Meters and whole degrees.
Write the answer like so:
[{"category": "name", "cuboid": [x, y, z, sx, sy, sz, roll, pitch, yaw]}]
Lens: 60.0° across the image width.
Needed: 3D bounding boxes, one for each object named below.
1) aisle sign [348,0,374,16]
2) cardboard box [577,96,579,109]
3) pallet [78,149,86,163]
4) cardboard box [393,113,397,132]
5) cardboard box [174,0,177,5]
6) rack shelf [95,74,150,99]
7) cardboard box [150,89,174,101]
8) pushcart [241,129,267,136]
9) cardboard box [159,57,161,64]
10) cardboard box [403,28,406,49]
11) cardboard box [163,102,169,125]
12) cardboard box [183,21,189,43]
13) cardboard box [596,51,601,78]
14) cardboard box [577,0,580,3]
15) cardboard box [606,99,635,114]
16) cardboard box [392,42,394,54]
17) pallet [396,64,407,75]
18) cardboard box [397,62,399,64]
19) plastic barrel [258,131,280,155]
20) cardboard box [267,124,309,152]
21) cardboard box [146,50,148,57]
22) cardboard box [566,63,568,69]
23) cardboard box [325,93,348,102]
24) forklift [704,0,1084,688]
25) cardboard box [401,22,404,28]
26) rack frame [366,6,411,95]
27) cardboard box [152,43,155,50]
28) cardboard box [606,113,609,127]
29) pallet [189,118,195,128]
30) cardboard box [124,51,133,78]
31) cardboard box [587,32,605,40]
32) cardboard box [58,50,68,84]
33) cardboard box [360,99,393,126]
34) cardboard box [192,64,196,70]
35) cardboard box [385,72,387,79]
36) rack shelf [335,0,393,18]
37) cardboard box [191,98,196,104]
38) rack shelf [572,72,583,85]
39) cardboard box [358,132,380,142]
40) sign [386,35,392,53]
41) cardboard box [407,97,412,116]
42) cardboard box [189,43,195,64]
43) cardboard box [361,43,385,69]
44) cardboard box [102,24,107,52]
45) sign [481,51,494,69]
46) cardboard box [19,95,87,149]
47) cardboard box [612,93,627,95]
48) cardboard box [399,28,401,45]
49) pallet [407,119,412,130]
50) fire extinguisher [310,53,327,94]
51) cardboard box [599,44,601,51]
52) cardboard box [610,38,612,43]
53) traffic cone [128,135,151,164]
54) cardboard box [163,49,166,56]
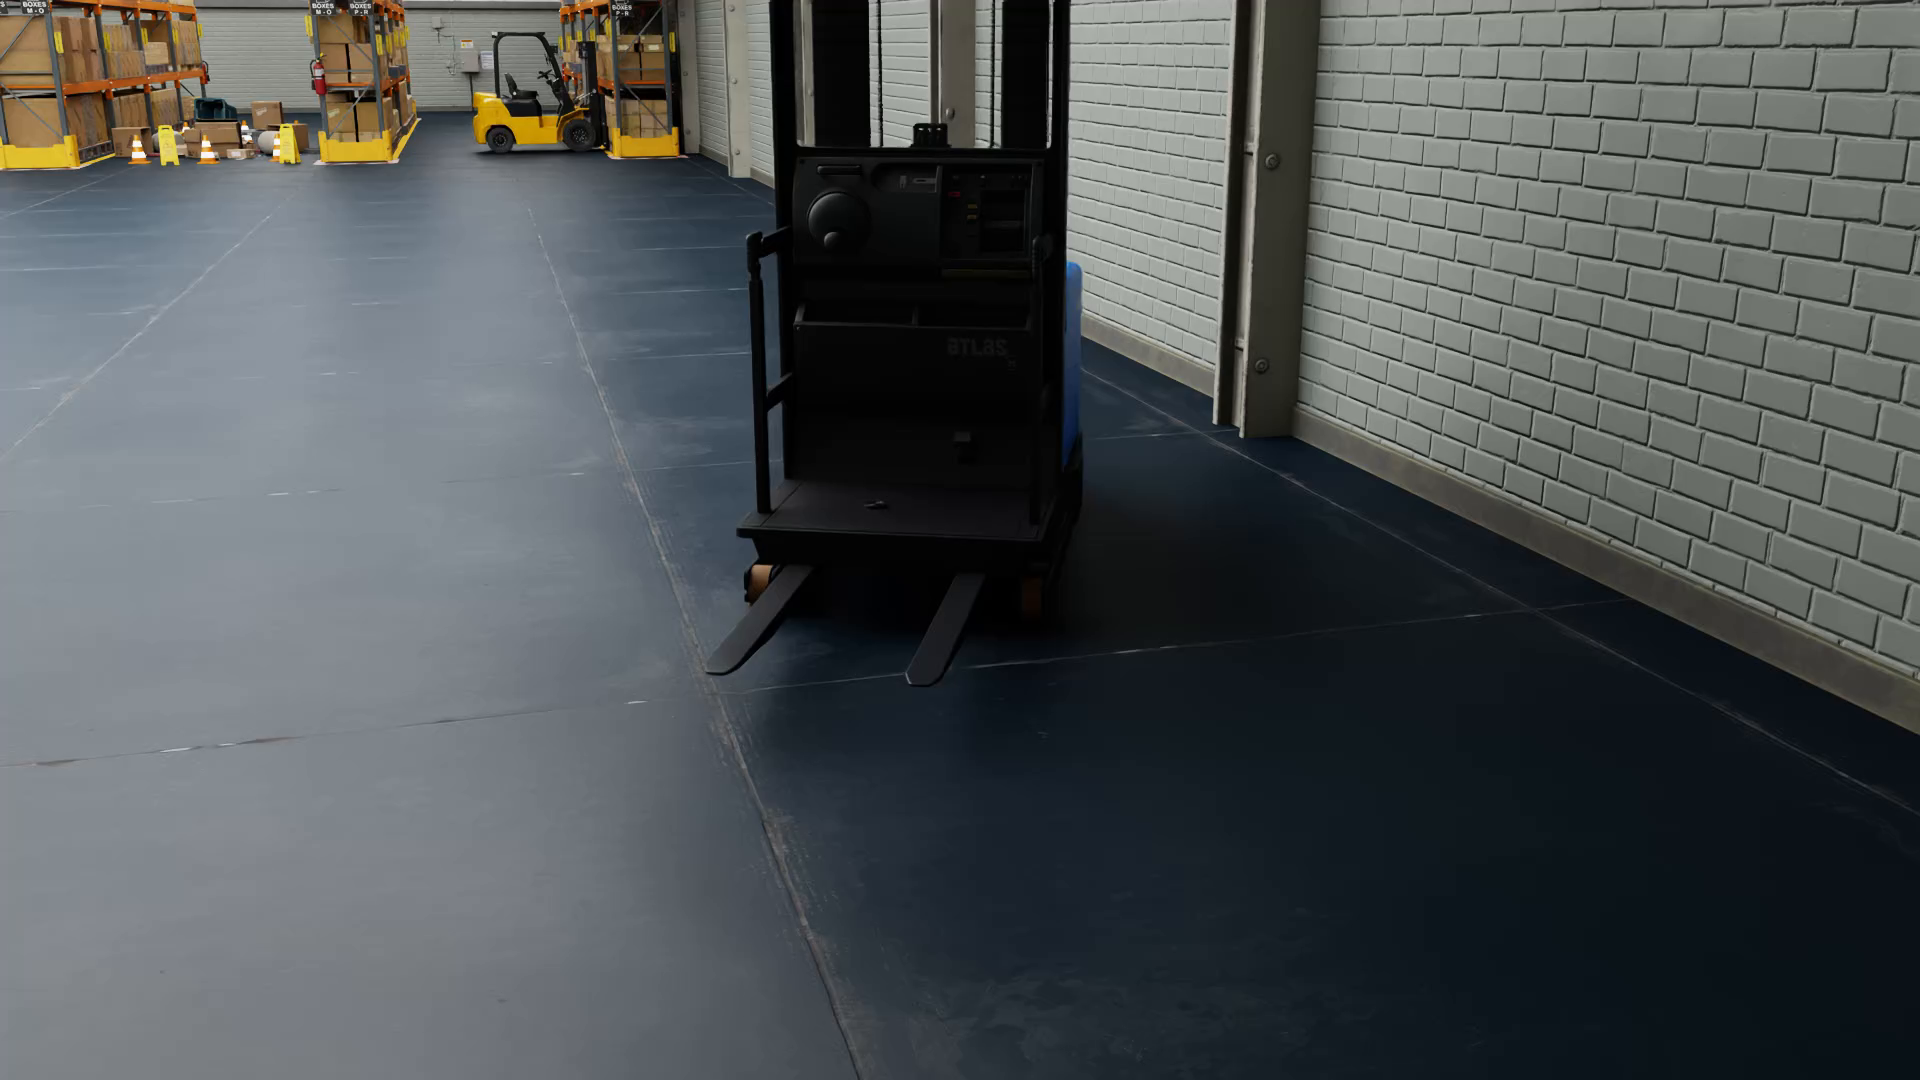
[{"category": "aisle sign", "cuboid": [-10.146, -9.270, 28.081, 0.394, 0.787, 0.004, -5, 17, -15]}, {"category": "cardboard box", "cuboid": [-9.071, -10.583, 40.585, 0.500, 0.500, 0.500, -4, 17, -13]}, {"category": "pallet", "cuboid": [-15.488, -6.478, 28.151, 1.003, 0.211, 1.213, -5, 17, -15]}, {"category": "cardboard box", "cuboid": [-11.908, -8.410, 33.575, 0.950, 0.372, 0.625, -4, 17, -12]}, {"category": "cardboard box", "cuboid": [-18.511, -12.569, 38.629, 0.500, 0.250, 0.500, -5, 17, -16]}, {"category": "rack shelf", "cuboid": [-16.842, -8.914, 32.663, 1.077, 0.370, 4.000, -5, 17, -15]}, {"category": "cardboard box", "cuboid": [-17.914, -9.952, 37.180, 0.500, 0.250, 0.500, -4, 17, -13]}, {"category": "pushcart", "cuboid": [-13.739, -7.674, 31.845, 1.648, 0.377, 0.936, -12, 20, -34]}, {"category": "cardboard box", "cuboid": [-17.902, -10.618, 36.792, 0.380, 0.149, 0.250, -5, 18, -18]}, {"category": "cardboard box", "cuboid": [-14.192, -12.577, 41.695, 0.500, 0.500, 0.500, -5, 17, -16]}, {"category": "cardboard box", "cuboid": [-17.627, -9.312, 36.353, 0.500, 0.500, 0.500, -5, 17, -17]}, {"category": "cardboard box", "cuboid": [-18.786, -12.157, 39.782, 0.500, 0.500, 0.500, -5, 18, -17]}, {"category": "cardboard box", "cuboid": [-6.918, -9.422, 32.932, 0.500, 0.500, 0.500, -5, 17, -17]}, {"category": "cardboard box", "cuboid": [-8.263, -12.112, 37.106, 0.500, 0.250, 0.500, -5, 18, -17]}, {"category": "cardboard box", "cuboid": [-6.262, -8.018, 30.742, 0.500, 0.250, 0.500, -4, 17, -14]}, {"category": "cardboard box", "cuboid": [-11.826, -10.086, 33.894, 0.500, 0.500, 0.500, -5, 18, -18]}, {"category": "pallet", "cuboid": [-12.361, -9.950, 35.197, 1.213, 0.211, 1.003, -5, 17, -15]}, {"category": "cardboard box", "cuboid": [-12.849, -10.600, 37.289, 0.500, 0.250, 0.500, -4, 17, -13]}, {"category": "plastic barrel", "cuboid": [-12.484, -7.236, 30.305, 0.512, 0.421, 0.421, 7, 18, 23]}, {"category": "cardboard box", "cuboid": [-12.574, -7.524, 31.128, 0.500, 0.500, 0.500, 7, 18, 23]}, {"category": "cardboard box", "cuboid": [-17.484, -10.333, 35.326, 0.380, 0.149, 0.250, -5, 18, -17]}, {"category": "cardboard box", "cuboid": [-9.954, -12.244, 42.936, 0.380, 0.149, 0.250, -5, 17, -17]}, {"category": "cardboard box", "cuboid": [-11.097, -7.869, 29.554, 0.380, 0.149, 0.250, -4, 17, -14]}, {"category": "forklift", "cuboid": [-0.184, -1.216, 5.907, 1.130, 2.935, 3.031, 3, 17, 8]}, {"category": "cardboard box", "cuboid": [-14.322, -13.065, 42.192, 0.380, 0.149, 0.250, -5, 17, -16]}, {"category": "rack frame", "cuboid": [-14.858, -12.444, 43.164, 1.000, 3.000, 0.127, -5, 17, -15]}, {"category": "cardboard box", "cuboid": [-17.760, -10.753, 36.209, 0.380, 0.149, 0.250, -5, 17, -16]}, {"category": "cardboard box", "cuboid": [-6.413, -7.926, 31.304, 0.500, 0.250, 0.500, -5, 17, -17]}, {"category": "pallet", "cuboid": [-19.048, -10.104, 40.221, 1.003, 0.211, 1.213, -5, 17, -15]}, {"category": "cardboard box", "cuboid": [-16.591, -9.338, 32.652, 0.500, 0.500, 0.500, -4, 17, -14]}, {"category": "cardboard box", "cuboid": [-9.141, -12.593, 42.103, 0.500, 0.500, 0.500, -5, 17, -17]}, {"category": "cardboard box", "cuboid": [-15.510, -7.920, 27.843, 0.875, 0.550, 0.550, -5, 17, -15]}, {"category": "cardboard box", "cuboid": [-10.857, -7.944, 30.929, 0.500, 0.500, 0.500, -4, 17, -12]}, {"category": "cardboard box", "cuboid": [-19.020, -11.628, 40.884, 0.380, 0.149, 0.250, -4, 17, -14]}, {"category": "cardboard box", "cuboid": [-10.897, -8.658, 30.999, 0.380, 0.149, 0.250, -5, 17, -16]}, {"category": "rack shelf", "cuboid": [-12.110, -10.770, 33.628, 1.077, 0.370, 4.000, -5, 17, -15]}, {"category": "cardboard box", "cuboid": [-18.856, -10.736, 40.672, 0.380, 0.149, 0.250, -4, 17, -13]}, {"category": "rack shelf", "cuboid": [-8.438, -10.833, 39.052, 1.077, 0.370, 4.000, -5, 17, -15]}, {"category": "cardboard box", "cuboid": [-10.417, -7.147, 29.581, 0.500, 0.250, 0.500, -5, 17, -16]}, {"category": "sign", "cuboid": [-11.041, -9.584, 32.139, 0.100, 0.325, 0.005, -5, 17, -15]}, {"category": "cardboard box", "cuboid": [-14.075, -10.741, 41.219, 0.875, 0.438, 0.875, -5, 17, -17]}, {"category": "cardboard box", "cuboid": [-18.934, -11.828, 40.425, 0.500, 0.500, 0.500, -5, 17, -15]}, {"category": "cardboard box", "cuboid": [-10.759, -8.785, 30.294, 0.500, 0.500, 0.500, -5, 17, -16]}, {"category": "cardboard box", "cuboid": [-16.577, -9.511, 31.489, 0.700, 0.500, 0.500, -5, 17, -16]}, {"category": "sign", "cuboid": [-13.952, -14.178, 49.103, 0.329, 0.494, 0.001, -5, 17, -15]}, {"category": "cardboard box", "cuboid": [-15.686, -7.208, 28.697, 0.875, 0.875, 0.875, -5, 17, -16]}, {"category": "cardboard box", "cuboid": [-7.732, -10.108, 37.875, 0.380, 0.149, 0.250, -4, 17, -12]}, {"category": "cardboard box", "cuboid": [-13.395, -11.760, 38.977, 0.500, 0.500, 0.500, -4, 17, -13]}, {"category": "pallet", "cuboid": [-13.474, -9.794, 39.191, 1.003, 0.211, 1.213, -5, 17, -15]}, {"category": "fire extinguisher", "cuboid": [-10.873, -7.913, 28.215, 0.296, 0.674, 0.183, -5, 17, -15]}, {"category": "cardboard box", "cuboid": [-6.787, -9.552, 32.236, 0.380, 0.149, 0.250, -4, 17, -14]}, {"category": "cardboard box", "cuboid": [-6.186, -9.131, 30.317, 0.380, 0.149, 0.250, -4, 17, -14]}, {"category": "traffic cone", "cuboid": [-13.973, -6.643, 28.262, 0.336, 0.463, 0.334, -5, 17, -15]}, {"category": "cardboard box", "cuboid": [-18.118, -10.974, 37.461, 0.380, 0.149, 0.250, -5, 17, -15]}]
